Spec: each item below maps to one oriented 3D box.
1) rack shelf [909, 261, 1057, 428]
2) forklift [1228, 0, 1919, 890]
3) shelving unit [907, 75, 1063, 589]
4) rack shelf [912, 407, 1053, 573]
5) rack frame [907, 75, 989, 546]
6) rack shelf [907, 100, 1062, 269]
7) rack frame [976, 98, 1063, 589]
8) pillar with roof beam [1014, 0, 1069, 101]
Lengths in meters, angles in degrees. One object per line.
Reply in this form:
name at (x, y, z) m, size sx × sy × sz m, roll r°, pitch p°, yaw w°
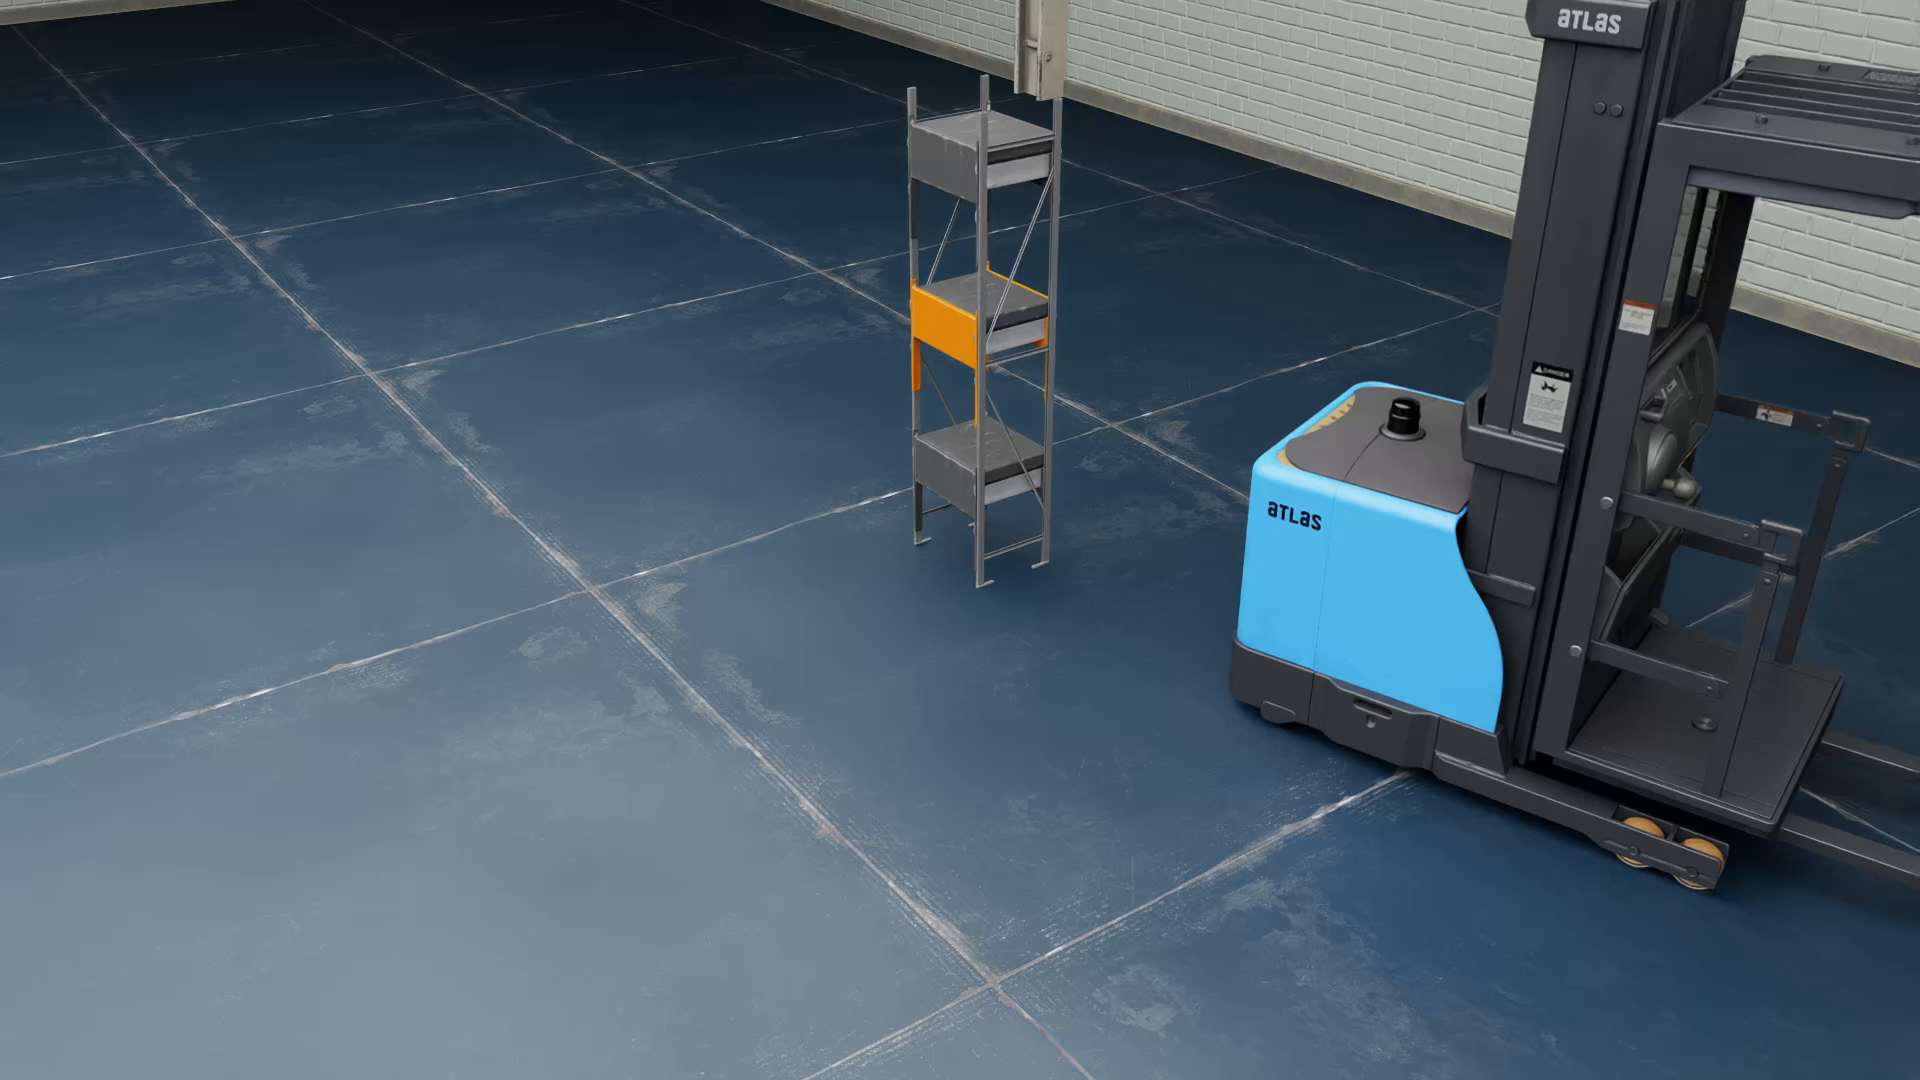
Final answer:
rack shelf at (0.096, -0.846, 7.137) m, size 0.431 × 0.518 × 0.480 m, roll -19°, pitch 34°, yaw -31°
forklift at (2.543, -0.403, 5.421) m, size 3.031 × 2.935 × 1.130 m, roll 19°, pitch 34°, yaw 31°
shelving unit at (0.096, -0.858, 7.130) m, size 0.431 × 2.100 × 0.503 m, roll -19°, pitch 34°, yaw -31°
rack shelf at (0.096, -0.231, 7.471) m, size 0.431 × 0.518 × 0.480 m, roll -19°, pitch 34°, yaw -31°
rack frame at (-0.046, -0.953, 7.305) m, size 0.400 × 2.100 × 0.015 m, roll -19°, pitch 34°, yaw -31°
rack shelf at (0.096, -1.461, 6.803) m, size 0.431 × 0.518 × 0.480 m, roll -19°, pitch 34°, yaw -31°
rack frame at (0.238, -0.763, 6.956) m, size 0.400 × 2.100 × 0.015 m, roll -19°, pitch 34°, yaw -31°
pillar with roof beam at (-2.773, -6.864, 10.961) m, size 9.100 × 9.000 × 0.400 m, roll -19°, pitch 34°, yaw -31°
